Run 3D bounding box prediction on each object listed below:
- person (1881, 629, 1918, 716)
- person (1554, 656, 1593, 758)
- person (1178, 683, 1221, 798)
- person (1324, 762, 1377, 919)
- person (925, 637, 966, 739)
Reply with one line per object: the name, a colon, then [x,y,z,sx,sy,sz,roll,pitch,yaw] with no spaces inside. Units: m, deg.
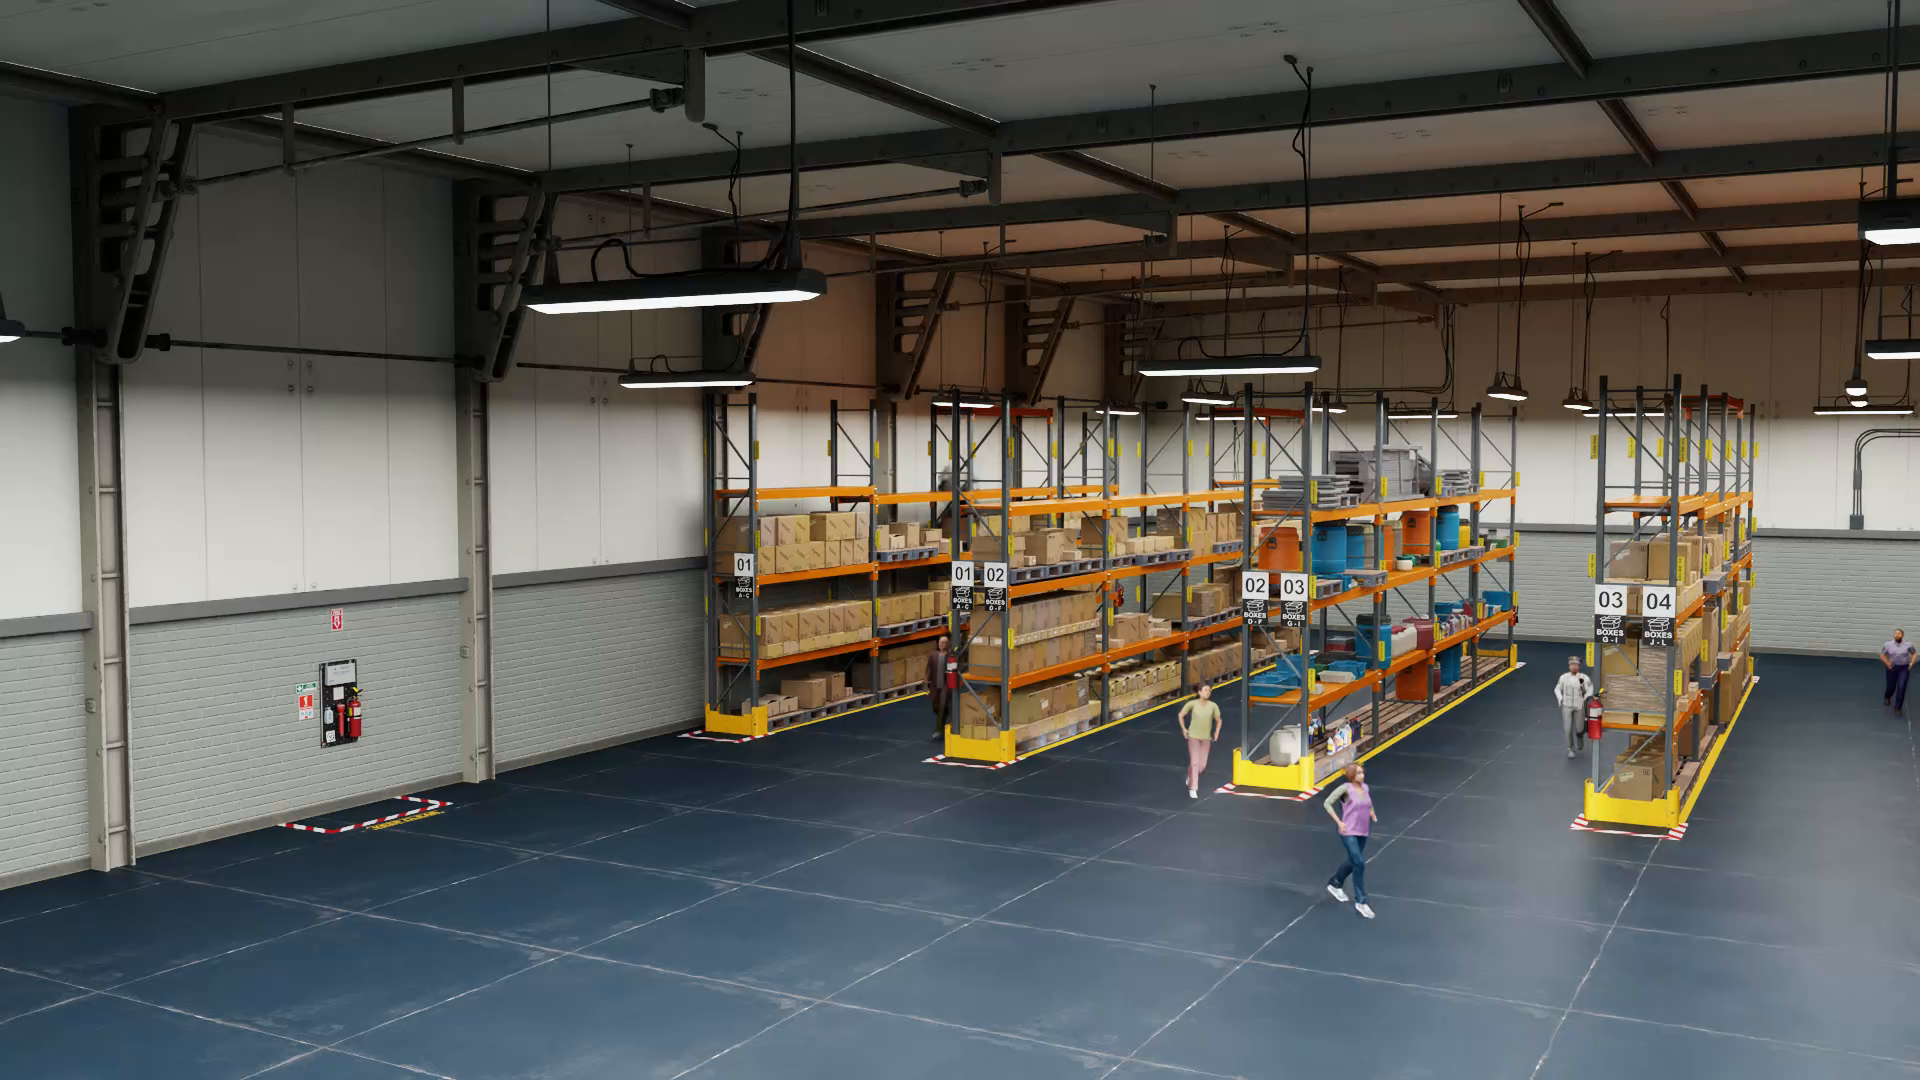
person: [17.879,2.498,31.671,0.612,1.638,0.740,2,4,29]
person: [10.013,2.709,27.142,0.614,1.647,0.580,1,3,25]
person: [3.496,2.889,24.227,0.630,1.637,0.606,0,3,-5]
person: [4.269,3.220,18.067,0.547,1.627,0.723,-2,4,-34]
person: [-0.278,2.560,29.044,0.708,1.748,0.875,1,3,20]
